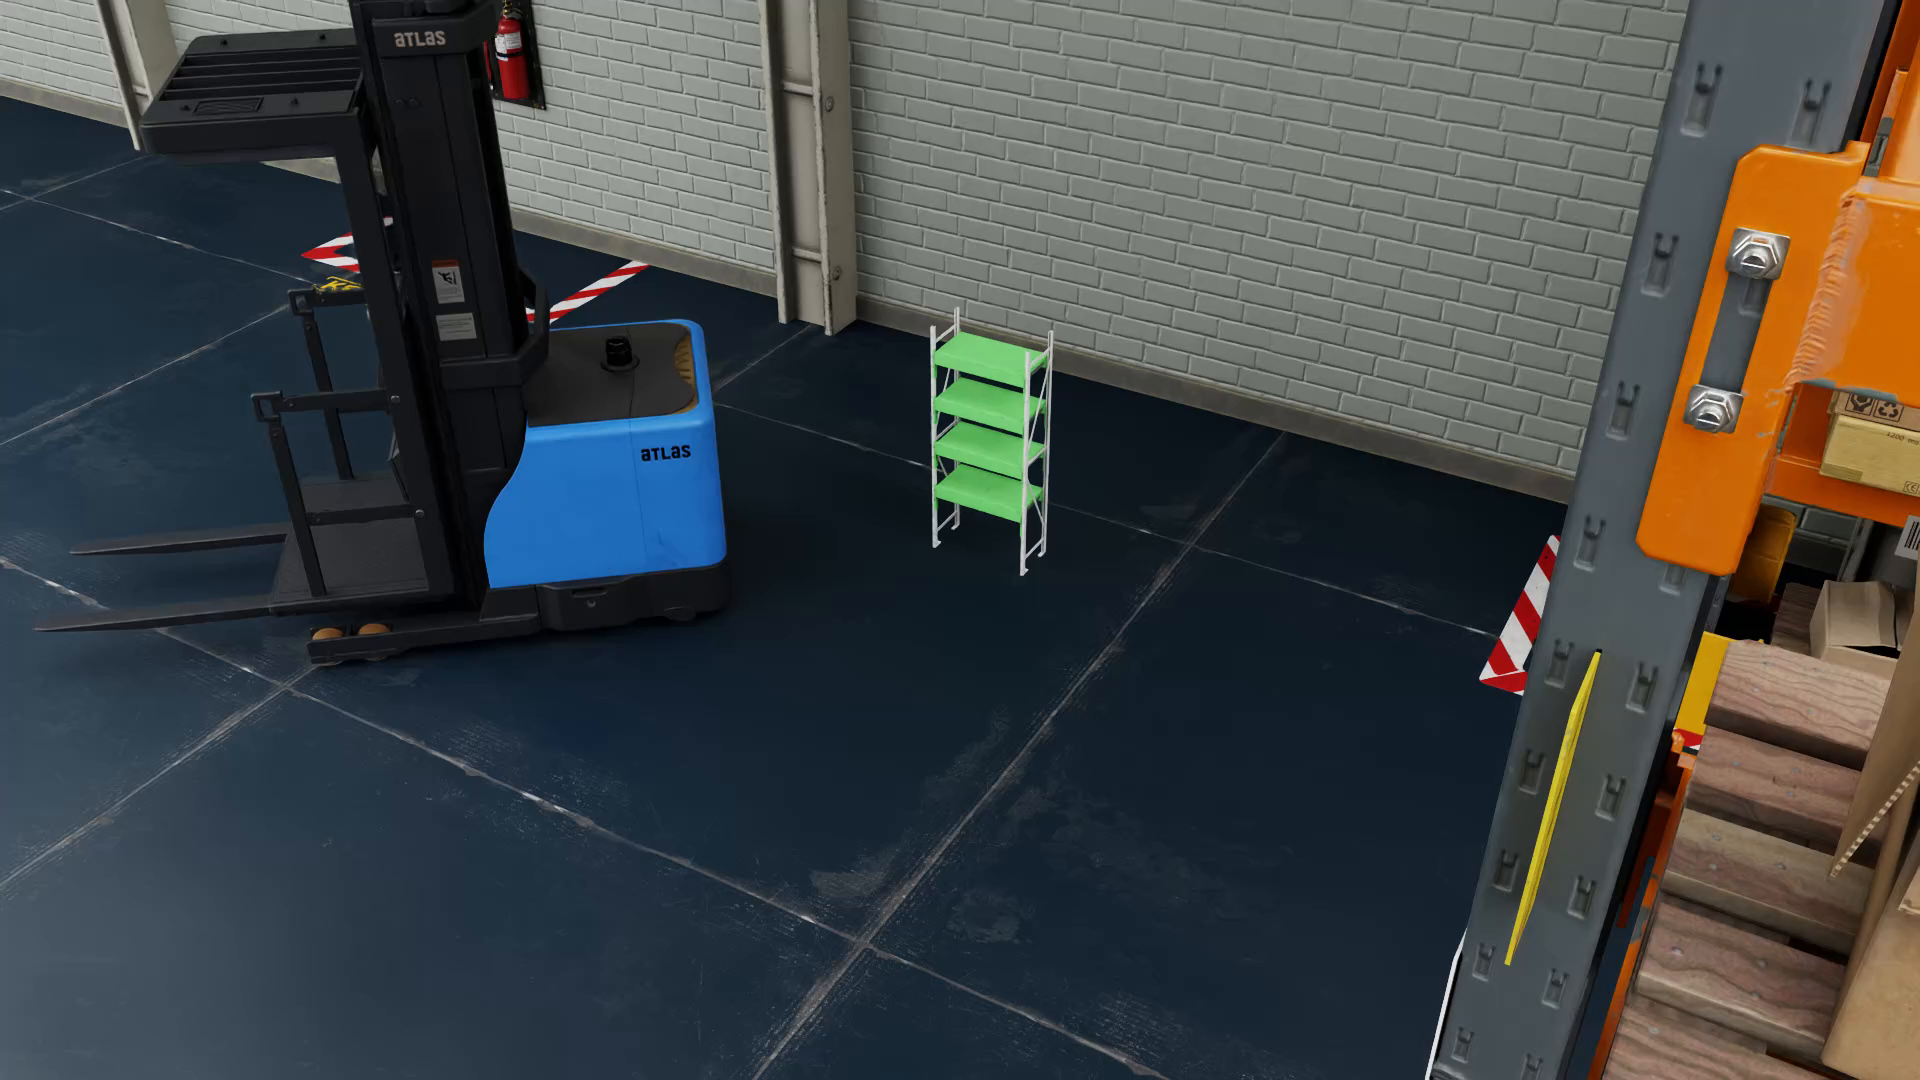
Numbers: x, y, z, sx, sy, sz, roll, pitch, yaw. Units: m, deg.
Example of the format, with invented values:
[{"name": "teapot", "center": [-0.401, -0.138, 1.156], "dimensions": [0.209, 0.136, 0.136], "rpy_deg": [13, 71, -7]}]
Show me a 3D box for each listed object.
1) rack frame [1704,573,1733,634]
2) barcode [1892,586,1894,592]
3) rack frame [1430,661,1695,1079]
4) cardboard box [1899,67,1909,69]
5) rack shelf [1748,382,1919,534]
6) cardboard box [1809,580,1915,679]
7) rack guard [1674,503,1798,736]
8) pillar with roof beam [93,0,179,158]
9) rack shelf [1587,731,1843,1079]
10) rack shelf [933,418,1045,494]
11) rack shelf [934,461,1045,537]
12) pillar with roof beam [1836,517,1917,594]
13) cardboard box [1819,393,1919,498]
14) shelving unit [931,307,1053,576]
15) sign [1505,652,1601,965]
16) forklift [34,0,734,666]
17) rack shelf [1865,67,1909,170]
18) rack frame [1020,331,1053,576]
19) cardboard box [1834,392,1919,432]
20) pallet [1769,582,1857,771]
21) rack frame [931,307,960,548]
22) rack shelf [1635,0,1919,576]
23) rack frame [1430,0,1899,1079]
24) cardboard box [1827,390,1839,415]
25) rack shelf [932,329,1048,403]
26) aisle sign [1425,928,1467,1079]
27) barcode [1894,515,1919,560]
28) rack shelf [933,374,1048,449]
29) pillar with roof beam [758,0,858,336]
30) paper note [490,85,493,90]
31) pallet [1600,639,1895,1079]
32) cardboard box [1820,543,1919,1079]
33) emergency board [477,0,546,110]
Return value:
[{"name": "rack frame", "center": [3.299, -0.744, 6.661], "dimensions": [0.127, 3.000, 1.000], "rpy_deg": [18, 37, 24]}, {"name": "barcode", "center": [4.069, 0.235, 7.212], "dimensions": [0.075, 0.075, 0.001], "rpy_deg": [18, 37, 24]}, {"name": "rack frame", "center": [0.844, 1.641, 3.079], "dimensions": [0.127, 3.000, 1.000], "rpy_deg": [18, 37, 24]}, {"name": "cardboard box", "center": [3.465, -1.830, 5.477], "dimensions": [0.500, 0.500, 0.500], "rpy_deg": [19, 38, 26]}, {"name": "rack shelf", "center": [5.035, 0.106, 6.034], "dimensions": [4.000, 0.370, 1.077], "rpy_deg": [18, 37, 24]}, {"name": "cardboard box", "center": [3.855, 0.426, 6.933], "dimensions": [0.500, 0.311, 0.500], "rpy_deg": [13, 36, 19]}, {"name": "rack guard", "center": [3.365, 0.318, 7.322], "dimensions": [0.348, 0.500, 1.175], "rpy_deg": [18, 37, 24]}, {"name": "pillar with roof beam", "center": [-8.219, -4.693, 7.179], "dimensions": [0.400, 9.000, 9.100], "rpy_deg": [18, 37, 24]}, {"name": "rack shelf", "center": [2.580, 1.242, 1.621], "dimensions": [4.000, 0.370, 1.077], "rpy_deg": [18, 37, 24]}, {"name": "rack shelf", "center": [0.144, -0.401, 7.885], "dimensions": [0.480, 0.148, 0.258], "rpy_deg": [18, 37, 24]}, {"name": "rack shelf", "center": [0.144, -0.201, 8.018], "dimensions": [0.480, 0.148, 0.258], "rpy_deg": [18, 37, 24]}, {"name": "pillar with roof beam", "center": [2.200, -1.393, 2.223], "dimensions": [0.400, 9.000, 9.100], "rpy_deg": [18, 37, 24]}, {"name": "cardboard box", "center": [3.565, -0.403, 6.266], "dimensions": [0.500, 0.250, 0.500], "rpy_deg": [16, 37, 23]}, {"name": "shelving unit", "center": [0.144, -0.454, 7.849], "dimensions": [0.503, 1.200, 0.258], "rpy_deg": [18, 37, 24]}, {"name": "sign", "center": [0.563, 0.261, 1.585], "dimensions": [0.005, 0.325, 0.100], "rpy_deg": [18, 37, 24]}, {"name": "forklift", "center": [-2.619, -0.978, 7.075], "dimensions": [3.031, 2.935, 1.130], "rpy_deg": [-6, 34, -9]}, {"name": "rack shelf", "center": [5.035, -1.143, 5.203], "dimensions": [4.000, 0.370, 1.077], "rpy_deg": [18, 37, 24]}, {"name": "rack frame", "center": [0.356, -0.387, 7.748], "dimensions": [0.015, 1.200, 0.240], "rpy_deg": [18, 37, 24]}, {"name": "cardboard box", "center": [3.564, -0.726, 6.074], "dimensions": [0.500, 0.500, 0.500], "rpy_deg": [18, 38, 24]}, {"name": "pallet", "center": [4.052, 0.678, 7.041], "dimensions": [1.213, 0.211, 1.003], "rpy_deg": [18, 37, 24]}, {"name": "rack frame", "center": [-0.068, -0.521, 7.950], "dimensions": [0.015, 1.200, 0.240], "rpy_deg": [18, 37, 24]}, {"name": "rack shelf", "center": [2.580, 0.160, 0.901], "dimensions": [4.000, 0.370, 1.077], "rpy_deg": [18, 37, 24]}, {"name": "rack frame", "center": [0.844, -0.856, 1.416], "dimensions": [0.127, 3.000, 1.000], "rpy_deg": [18, 37, 24]}, {"name": "cardboard box", "center": [3.801, -0.654, 6.644], "dimensions": [0.500, 0.250, 0.500], "rpy_deg": [18, 38, 25]}, {"name": "rack shelf", "center": [0.144, -0.800, 7.618], "dimensions": [0.480, 0.148, 0.258], "rpy_deg": [18, 37, 24]}, {"name": "aisle sign", "center": [0.635, 0.688, 2.164], "dimensions": [0.004, 0.787, 0.394], "rpy_deg": [18, 37, 24]}, {"name": "barcode", "center": [1.345, 0.002, 2.311], "dimensions": [0.075, 0.075, 0.001], "rpy_deg": [18, 37, 24]}, {"name": "rack shelf", "center": [0.144, -0.600, 7.751], "dimensions": [0.480, 0.148, 0.258], "rpy_deg": [18, 37, 24]}, {"name": "pillar with roof beam", "center": [-3.010, -3.043, 4.701], "dimensions": [0.400, 9.000, 9.100], "rpy_deg": [18, 37, 24]}, {"name": "paper note", "center": [-3.120, -3.031, 10.890], "dimensions": [0.142, 0.148, 0.016], "rpy_deg": [18, 37, 24]}, {"name": "pallet", "center": [1.445, 0.636, 1.962], "dimensions": [1.213, 0.211, 1.003], "rpy_deg": [18, 37, 24]}, {"name": "cardboard box", "center": [1.341, 0.277, 1.824], "dimensions": [0.637, 0.503, 0.797], "rpy_deg": [20, 39, 28]}, {"name": "emergency board", "center": [-3.000, -3.316, 10.523], "dimensions": [0.643, 1.169, 0.194], "rpy_deg": [18, 37, 24]}]
